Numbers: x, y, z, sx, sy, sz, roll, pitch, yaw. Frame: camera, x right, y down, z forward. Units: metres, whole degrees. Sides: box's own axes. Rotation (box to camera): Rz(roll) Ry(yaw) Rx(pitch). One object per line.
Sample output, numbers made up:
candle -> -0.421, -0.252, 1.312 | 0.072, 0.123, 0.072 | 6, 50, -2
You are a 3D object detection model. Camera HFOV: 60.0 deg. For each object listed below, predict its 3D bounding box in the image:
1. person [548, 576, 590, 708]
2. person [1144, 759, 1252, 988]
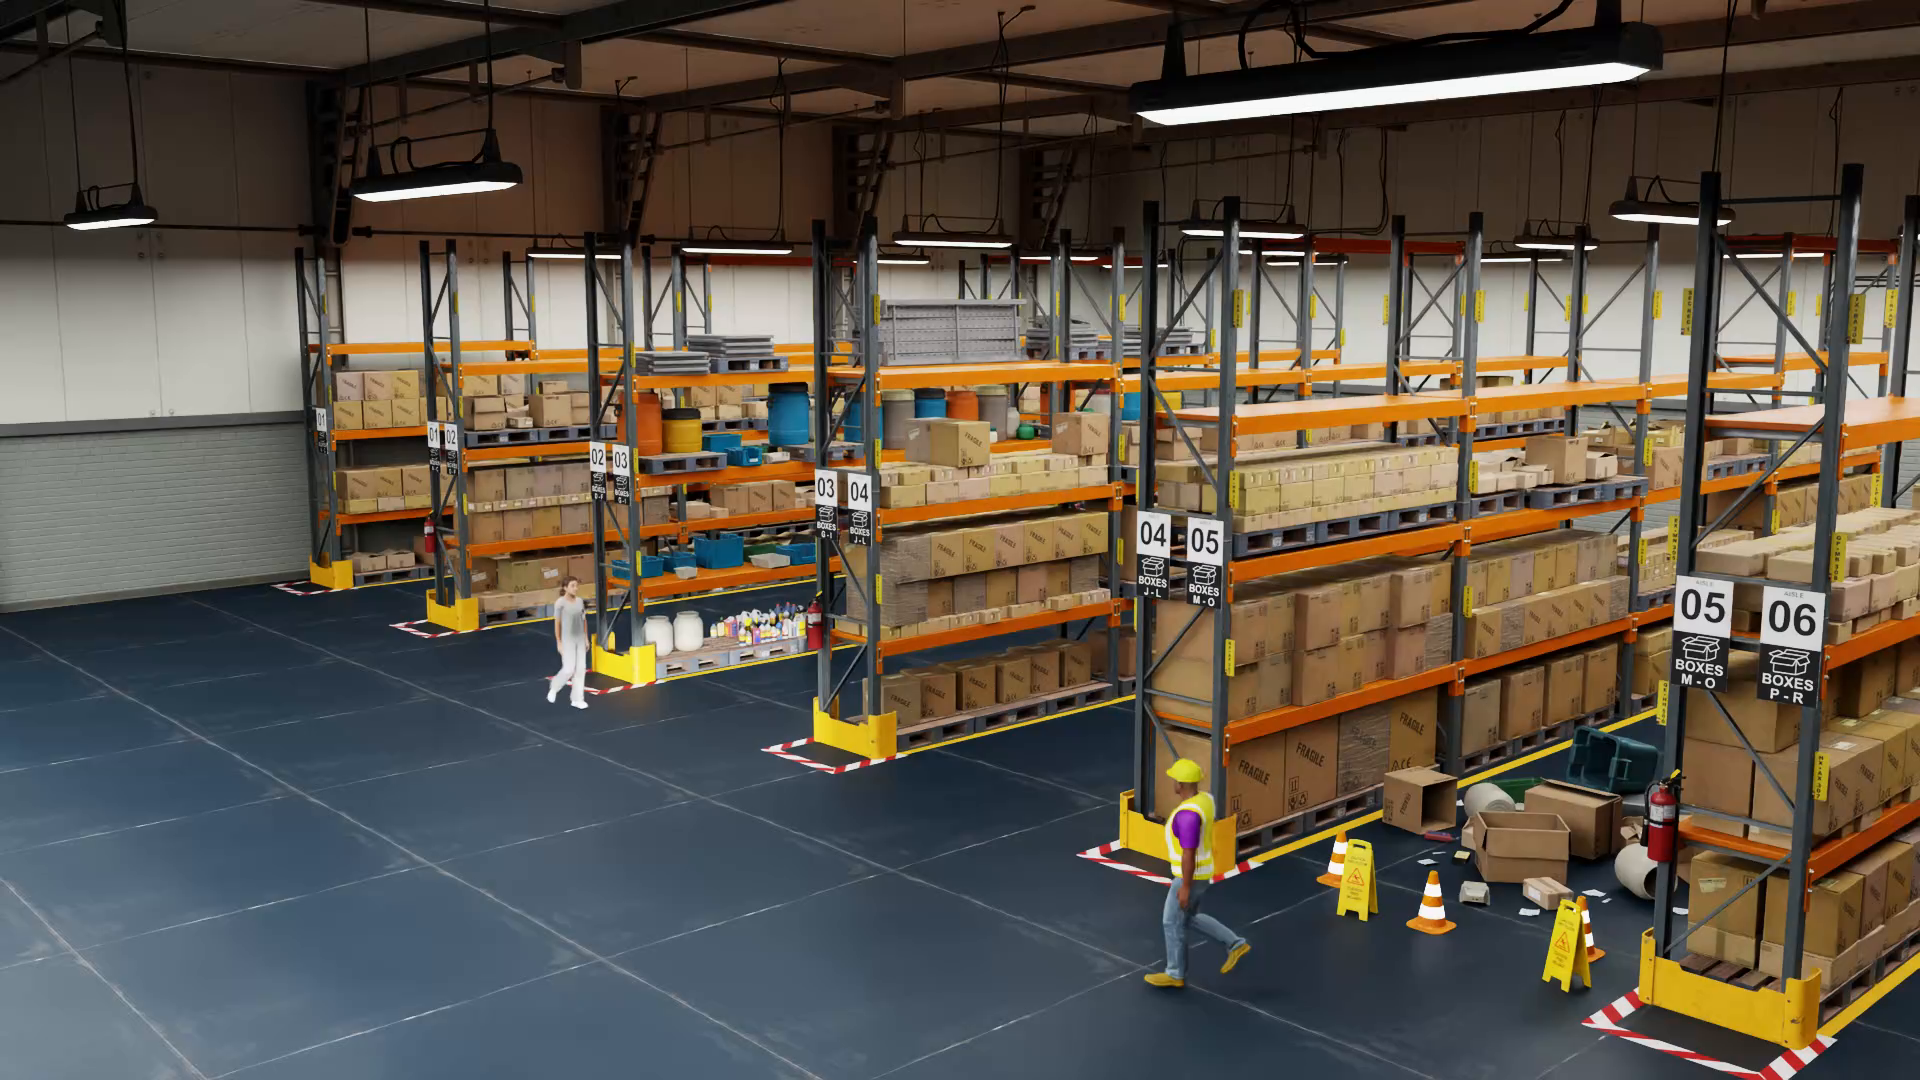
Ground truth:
person -> -4.907, 1.272, 20.892 | 0.551, 1.667, 0.467 | 7, 11, 38
person -> 1.789, 2.489, 12.404 | 0.794, 1.746, 0.574 | 1, 8, 9
